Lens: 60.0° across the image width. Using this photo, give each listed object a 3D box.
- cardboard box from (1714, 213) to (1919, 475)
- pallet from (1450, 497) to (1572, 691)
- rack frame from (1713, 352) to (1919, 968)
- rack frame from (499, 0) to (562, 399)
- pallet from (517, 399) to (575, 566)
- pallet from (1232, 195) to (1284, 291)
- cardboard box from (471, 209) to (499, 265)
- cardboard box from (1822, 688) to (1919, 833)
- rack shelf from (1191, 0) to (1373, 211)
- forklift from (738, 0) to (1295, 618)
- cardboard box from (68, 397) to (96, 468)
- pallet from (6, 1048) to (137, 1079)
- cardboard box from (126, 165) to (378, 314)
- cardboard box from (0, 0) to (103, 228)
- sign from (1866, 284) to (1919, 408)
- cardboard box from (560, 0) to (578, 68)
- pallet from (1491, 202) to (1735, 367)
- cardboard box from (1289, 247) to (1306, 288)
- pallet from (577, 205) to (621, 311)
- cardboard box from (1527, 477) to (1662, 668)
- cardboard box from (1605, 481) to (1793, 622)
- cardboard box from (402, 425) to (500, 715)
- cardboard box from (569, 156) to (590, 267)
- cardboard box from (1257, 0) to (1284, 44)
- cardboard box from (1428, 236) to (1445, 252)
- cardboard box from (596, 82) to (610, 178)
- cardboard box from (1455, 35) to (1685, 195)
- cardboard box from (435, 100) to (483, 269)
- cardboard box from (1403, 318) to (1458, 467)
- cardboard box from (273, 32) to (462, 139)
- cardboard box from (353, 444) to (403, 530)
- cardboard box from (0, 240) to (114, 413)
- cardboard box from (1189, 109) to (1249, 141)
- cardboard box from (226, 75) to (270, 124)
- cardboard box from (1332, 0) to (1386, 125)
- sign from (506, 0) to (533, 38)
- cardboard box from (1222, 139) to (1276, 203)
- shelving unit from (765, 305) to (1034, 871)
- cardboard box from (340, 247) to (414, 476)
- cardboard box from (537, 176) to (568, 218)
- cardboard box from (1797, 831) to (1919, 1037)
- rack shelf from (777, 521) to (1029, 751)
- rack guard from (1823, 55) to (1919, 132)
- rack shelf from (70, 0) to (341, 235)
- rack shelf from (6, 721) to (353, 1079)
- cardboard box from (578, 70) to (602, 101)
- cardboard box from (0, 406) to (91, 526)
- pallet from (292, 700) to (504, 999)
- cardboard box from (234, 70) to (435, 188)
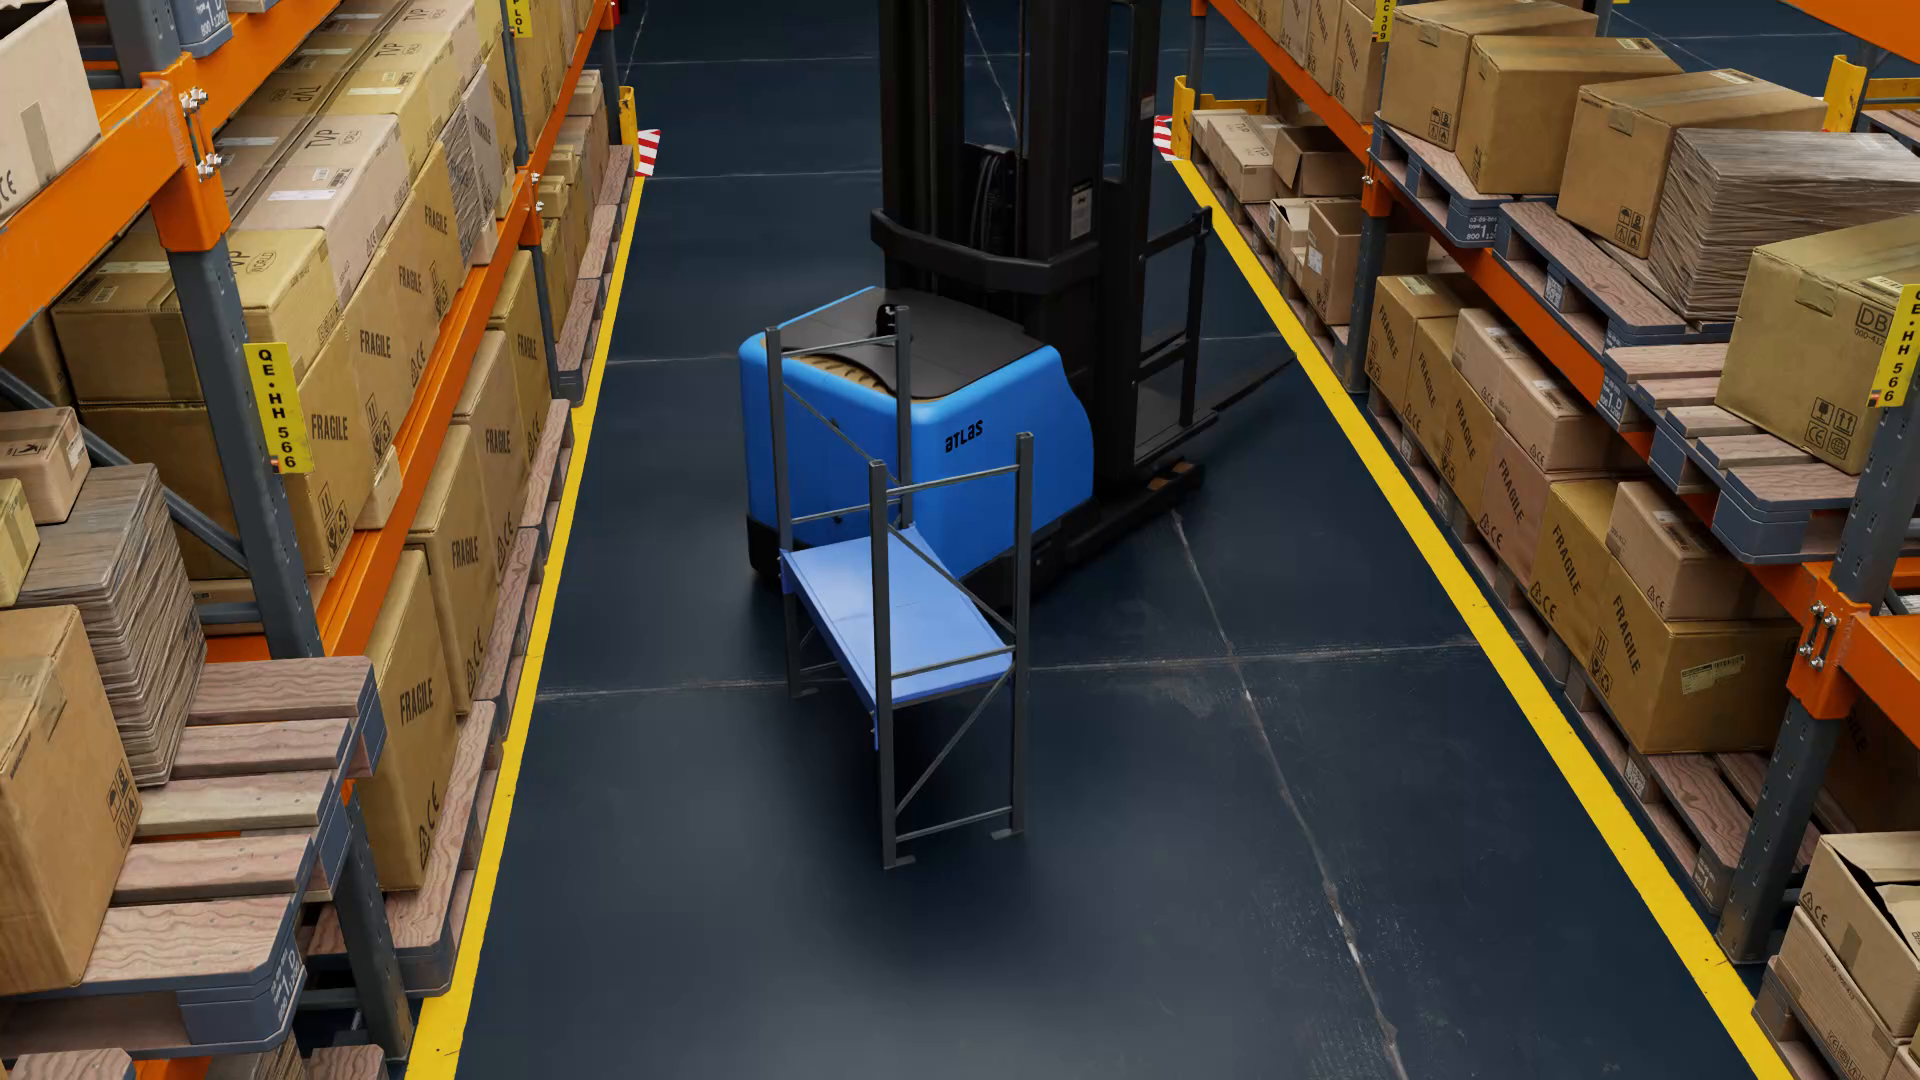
[{"bbox_3d":[2.677,-0.580,4.789,0.700,0.500,0.500,-13,33,-21],"label":"cardboard box"},{"bbox_3d":[2.705,0.152,6.790,1.003,0.211,1.213,-3,31,-5],"label":"pallet"},{"bbox_3d":[2.848,-0.041,4.393,1.000,3.000,0.127,-3,31,-5],"label":"rack frame"},{"bbox_3d":[-2.457,-1.844,7.412,1.000,3.000,0.127,-3,31,-5],"label":"rack frame"},{"bbox_3d":[-2.310,-0.256,7.473,1.003,0.211,1.213,-3,31,-5],"label":"pallet"},{"bbox_3d":[2.294,-1.861,10.160,1.003,0.211,1.213,-3,31,-5],"label":"pallet"},{"bbox_3d":[-2.034,-1.191,6.545,0.380,0.149,0.250,-3,31,-5],"label":"cardboard box"},{"bbox_3d":[3.090,0.597,5.333,0.500,0.500,0.500,-1,31,-2],"label":"cardboard box"},{"bbox_3d":[2.287,-2.795,9.706,1.077,0.370,4.000,-3,31,-5],"label":"rack shelf"},{"bbox_3d":[0.458,-1.522,6.940,1.130,2.935,3.031,24,38,34],"label":"forklift"},{"bbox_3d":[-2.390,-0.209,4.268,0.500,0.500,0.500,-3,31,-4],"label":"cardboard box"},{"bbox_3d":[-1.858,1.289,2.353,1.003,0.211,1.213,-3,31,-5],"label":"pallet"},{"bbox_3d":[-1.920,-0.821,4.561,0.500,0.250,0.500,-3,31,-5],"label":"cardboard box"},{"bbox_3d":[-1.748,-0.705,2.647,0.500,0.311,0.500,-3,31,-5],"label":"cardboard box"},{"bbox_3d":[2.309,-0.473,4.065,0.100,0.325,0.005,-3,31,-5],"label":"sign"},{"bbox_3d":[-2.632,-2.994,9.045,0.980,0.700,0.700,-4,31,-7],"label":"cardboard box"},{"bbox_3d":[2.662,-0.951,6.104,1.003,0.211,1.213,-3,31,-5],"label":"pallet"},{"bbox_3d":[2.044,-1.514,9.210,0.380,0.149,0.250,-3,31,-5],"label":"cardboard box"},{"bbox_3d":[-2.568,-1.663,9.828,1.003,0.211,1.213,-3,31,-5],"label":"pallet"},{"bbox_3d":[2.479,0.113,6.144,0.500,0.500,0.500,-4,31,-6],"label":"cardboard box"},{"bbox_3d":[2.517,0.027,5.557,0.500,0.250,0.500,-2,31,-3],"label":"cardboard box"},{"bbox_3d":[-2.097,0.112,5.825,0.750,0.750,0.750,-3,31,-5],"label":"cardboard box"},{"bbox_3d":[-2.515,-1.856,9.461,0.700,0.500,0.500,-2,31,-3],"label":"cardboard box"},{"bbox_3d":[2.022,-3.154,9.508,0.500,0.500,0.500,-2,31,-4],"label":"cardboard box"},{"bbox_3d":[2.560,-1.721,9.541,0.380,0.166,0.250,-3,31,-5],"label":"cardboard box"},{"bbox_3d":[-2.666,-2.641,10.774,0.700,0.500,0.500,-3,31,-5],"label":"cardboard box"},{"bbox_3d":[2.423,-1.706,6.673,0.700,0.500,0.500,2,31,3],"label":"cardboard box"},{"bbox_3d":[-2.067,-1.283,6.065,0.500,0.500,0.500,-3,31,-4],"label":"cardboard box"},{"bbox_3d":[2.338,-0.668,7.452,0.500,0.500,0.500,-2,31,-4],"label":"cardboard box"},{"bbox_3d":[-2.073,-1.597,5.860,0.500,0.250,0.500,-2,31,-4],"label":"cardboard box"},{"bbox_3d":[-1.839,-0.150,4.802,0.380,0.149,0.250,-2,31,-3],"label":"cardboard box"},{"bbox_3d":[-2.384,-0.522,4.060,0.500,0.250,0.500,-2,31,-3],"label":"cardboard box"},{"bbox_3d":[1.798,-2.860,11.464,0.380,0.149,0.250,-3,31,-5],"label":"cardboard box"},{"bbox_3d":[-2.522,-1.308,5.377,0.500,0.250,0.500,-3,31,-6],"label":"cardboard box"},{"bbox_3d":[2.172,-2.369,8.193,0.500,0.500,0.500,-2,31,-4],"label":"cardboard box"},{"bbox_3d":[-1.918,-2.338,7.187,0.100,0.325,0.005,-3,31,-5],"label":"sign"},{"bbox_3d":[1.962,-2.332,10.481,0.500,0.250,0.500,-3,31,-5],"label":"cardboard box"},{"bbox_3d":[-0.216,0.141,5.551,0.538,1.500,1.048,-12,33,-19],"label":"shelving unit"},{"bbox_3d":[-1.914,-0.509,4.770,0.500,0.500,0.500,-2,31,-3],"label":"cardboard box"},{"bbox_3d":[-2.275,-1.800,8.733,0.380,0.149,0.250,-2,31,-3],"label":"cardboard box"},{"bbox_3d":[2.605,1.000,4.376,0.500,0.311,0.500,-2,31,-3],"label":"cardboard box"},{"bbox_3d":[-0.216,0.296,5.643,0.538,0.185,1.000,-12,33,-19],"label":"rack shelf"},{"bbox_3d":[7.017,-3.299,12.286,1.175,0.500,0.348,-3,31,-5],"label":"rack guard"},{"bbox_3d":[-2.270,-1.802,5.117,1.077,0.370,4.000,-3,31,-5],"label":"rack shelf"},{"bbox_3d":[-1.897,1.528,2.468,1.077,0.370,4.000,-3,31,-5],"label":"rack shelf"},{"bbox_3d":[-2.473,-2.862,10.512,0.380,0.149,0.250,-3,31,-5],"label":"cardboard box"},{"bbox_3d":[-2.022,-0.137,3.395,0.380,0.149,0.250,-7,32,-11],"label":"cardboard box"},{"bbox_3d":[-2.082,0.989,5.388,1.003,0.211,1.213,-3,31,-5],"label":"pallet"},{"bbox_3d":[-2.025,-1.337,5.424,0.500,0.250,0.500,-3,31,-6],"label":"cardboard box"}]
